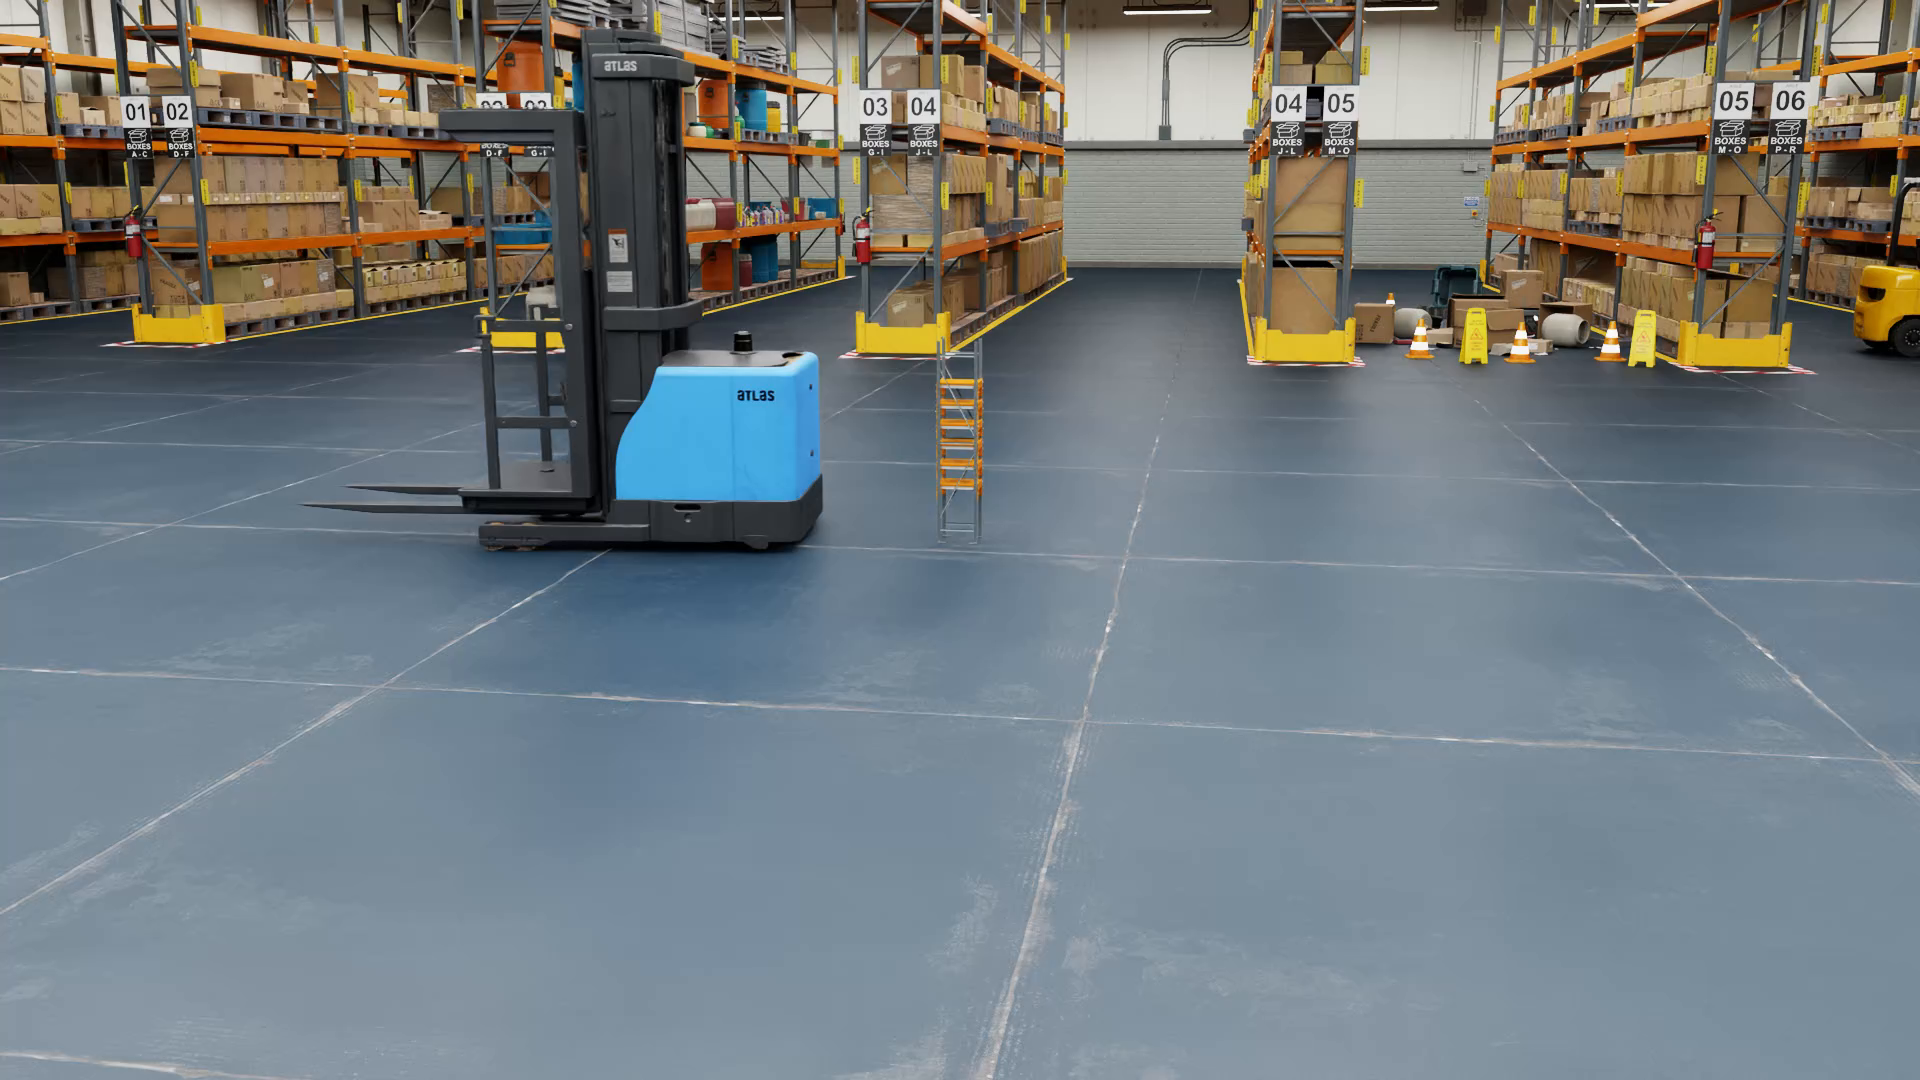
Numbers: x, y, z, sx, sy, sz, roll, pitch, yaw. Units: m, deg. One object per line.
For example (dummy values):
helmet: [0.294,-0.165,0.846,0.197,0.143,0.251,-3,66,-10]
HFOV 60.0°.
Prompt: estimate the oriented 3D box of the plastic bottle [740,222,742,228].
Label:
plastic bottle: [-3.946,-5.684,29.718,0.097,0.201,0.097,0,12,0]

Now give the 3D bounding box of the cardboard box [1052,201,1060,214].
cardboard box: [1.842,-7.019,35.095,0.500,0.250,0.500,2,12,8]

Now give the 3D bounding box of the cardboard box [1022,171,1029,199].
cardboard box: [0.830,-6.463,30.246,0.797,0.503,0.637,2,12,10]

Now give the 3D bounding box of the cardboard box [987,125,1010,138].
cardboard box: [0.529,-6.575,26.619,0.500,0.250,0.500,2,12,10]

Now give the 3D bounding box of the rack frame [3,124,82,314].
rack frame: [-14.796,-5.146,26.751,1.000,3.000,0.127,2,12,9]

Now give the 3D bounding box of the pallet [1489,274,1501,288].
pallet: [11.479,-5.309,34.128,1.003,0.211,1.213,2,12,9]

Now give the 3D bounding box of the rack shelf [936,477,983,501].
rack shelf: [-0.002,-0.305,9.913,0.258,0.103,0.180,2,12,9]

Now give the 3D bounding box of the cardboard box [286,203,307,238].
cardboard box: [-10.118,-4.728,24.575,0.700,0.500,0.500,2,12,9]

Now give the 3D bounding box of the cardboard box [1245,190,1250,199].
cardboard box: [5.129,-5.968,28.753,0.380,0.149,0.250,2,12,10]

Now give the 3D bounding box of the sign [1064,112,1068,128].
sign: [2.267,-9.002,35.612,0.100,0.325,0.005,2,12,9]

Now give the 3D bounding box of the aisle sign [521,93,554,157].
aisle sign: [-5.344,-5.239,21.011,0.394,0.787,0.004,2,12,9]

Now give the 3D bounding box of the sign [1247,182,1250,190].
sign: [5.466,-6.587,31.384,0.100,0.325,0.005,2,12,9]

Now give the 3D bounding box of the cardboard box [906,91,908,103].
cardboard box: [-0.457,-5.470,20.542,0.380,0.149,0.250,2,12,8]

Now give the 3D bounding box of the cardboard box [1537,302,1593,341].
cardboard box: [8.170,-2.944,22.460,0.500,0.500,0.500,-10,16,-40]

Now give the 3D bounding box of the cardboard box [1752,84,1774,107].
cardboard box: [9.405,-5.145,19.277,0.500,0.250,0.500,2,12,8]

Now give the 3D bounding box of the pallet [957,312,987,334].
pallet: [-0.181,-3.160,24.157,1.003,0.211,1.213,2,12,9]

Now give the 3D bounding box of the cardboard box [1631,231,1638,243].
cardboard box: [9.326,-4.111,22.546,0.380,0.149,0.250,2,12,10]

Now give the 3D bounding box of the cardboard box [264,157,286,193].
cardboard box: [-10.194,-5.263,23.979,0.700,0.500,0.500,2,12,9]

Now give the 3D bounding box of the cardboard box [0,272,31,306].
cardboard box: [-14.916,-3.922,25.960,0.500,0.500,0.500,1,12,4]

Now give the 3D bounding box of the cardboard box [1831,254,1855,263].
cardboard box: [15.474,-4.912,29.061,0.380,0.149,0.250,2,12,8]

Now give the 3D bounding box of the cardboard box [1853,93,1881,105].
cardboard box: [15.828,-7.672,29.026,0.396,0.266,0.258,2,12,9]

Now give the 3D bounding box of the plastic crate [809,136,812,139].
plastic crate: [-3.496,-8.654,36.221,0.497,0.269,0.590,2,12,9]

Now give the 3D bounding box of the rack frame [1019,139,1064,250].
rack frame: [1.733,-7.162,36.108,1.000,3.000,0.127,2,12,9]

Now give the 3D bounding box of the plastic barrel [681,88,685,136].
plastic barrel: [-4.833,-7.034,27.372,0.600,0.830,0.708,2,12,9]

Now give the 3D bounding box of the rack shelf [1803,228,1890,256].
rack shelf: [15.507,-5.081,28.156,1.077,0.370,4.000,2,12,9]

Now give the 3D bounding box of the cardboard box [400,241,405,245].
cardboard box: [-12.799,-6.763,37.650,0.380,0.149,0.250,2,12,8]

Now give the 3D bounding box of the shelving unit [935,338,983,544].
shelving unit: [-0.002,-0.584,9.853,0.258,1.200,0.189,2,12,9]

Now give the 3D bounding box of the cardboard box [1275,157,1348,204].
cardboard box: [4.253,-4.327,20.033,0.875,0.550,0.550,2,12,9]

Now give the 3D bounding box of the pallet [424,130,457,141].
pallet: [-9.301,-7.049,28.909,1.213,0.211,1.003,2,12,11]

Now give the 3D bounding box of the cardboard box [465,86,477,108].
cardboard box: [-9.134,-8.020,30.355,0.500,0.500,0.500,2,12,9]

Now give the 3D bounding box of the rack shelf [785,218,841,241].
rack shelf: [-3.469,-6.555,34.997,1.077,0.370,4.000,2,12,9]

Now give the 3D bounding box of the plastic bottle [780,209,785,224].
plastic bottle: [-3.518,-6.337,32.573,0.152,0.276,0.135,2,12,9]

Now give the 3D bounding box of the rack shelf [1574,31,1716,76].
rack shelf: [9.987,-7.145,24.445,1.077,0.370,4.000,2,12,9]

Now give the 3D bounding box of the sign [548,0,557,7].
sign: [-5.079,-6.804,20.701,0.100,0.325,0.005,2,12,9]

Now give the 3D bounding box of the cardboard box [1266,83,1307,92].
cardboard box: [4.113,-5.762,20.906,0.500,0.250,0.500,2,12,8]

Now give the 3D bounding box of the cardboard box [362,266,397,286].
cardboard box: [-9.509,-4.303,27.041,0.500,0.311,0.500,2,12,8]

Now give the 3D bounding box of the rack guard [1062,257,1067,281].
rack guard: [1.737,-5.945,36.395,1.175,0.500,0.348,2,12,9]

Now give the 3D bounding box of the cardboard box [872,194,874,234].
cardboard box: [-0.658,-4.248,21.640,0.875,0.500,0.500,2,12,9]

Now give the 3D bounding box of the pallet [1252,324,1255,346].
pallet: [4.393,-2.709,22.063,1.003,0.211,1.213,2,12,9]

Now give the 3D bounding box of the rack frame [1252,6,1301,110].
rack frame: [6.618,-9.913,34.633,1.000,3.000,0.127,2,12,9]

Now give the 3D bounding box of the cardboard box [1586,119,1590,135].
cardboard box: [10.039,-6.463,26.064,0.396,0.266,0.258,2,12,9]

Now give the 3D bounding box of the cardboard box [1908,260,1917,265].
cardboard box: [15.655,-4.469,27.008,0.380,0.149,0.250,2,12,10]

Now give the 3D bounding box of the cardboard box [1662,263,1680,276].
cardboard box: [8.962,-3.362,20.682,0.380,0.149,0.250,2,12,10]

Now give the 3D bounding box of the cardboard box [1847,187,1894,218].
cardboard box: [15.268,-5.617,27.698,0.797,0.503,0.637,2,12,7]

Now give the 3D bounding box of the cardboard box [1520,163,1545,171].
cardboard box: [10.643,-6.938,30.916,0.380,0.149,0.250,2,12,7]

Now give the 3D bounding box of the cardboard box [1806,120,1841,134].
cardboard box: [15.642,-7.496,30.184,0.500,0.250,0.500,2,12,9]

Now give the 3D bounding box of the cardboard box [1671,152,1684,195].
cardboard box: [9.012,-4.412,20.030,0.700,0.500,0.500,2,12,9]

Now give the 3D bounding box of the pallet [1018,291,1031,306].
pallet: [0.698,-4.296,29.425,1.003,0.211,1.213,2,12,9]

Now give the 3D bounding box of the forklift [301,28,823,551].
forklift: [-2.404,-1.478,9.894,3.031,2.935,1.130,1,12,4]

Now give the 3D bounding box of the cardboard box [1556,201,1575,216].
cardboard box: [10.118,-5.456,27.360,0.500,0.250,0.500,2,12,8]

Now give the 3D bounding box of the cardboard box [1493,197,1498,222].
cardboard box: [11.117,-6.693,33.694,0.500,0.500,0.500,2,12,8]

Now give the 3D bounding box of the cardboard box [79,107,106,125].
cardboard box: [-14.538,-7.013,27.511,0.500,0.311,0.500,2,12,10]

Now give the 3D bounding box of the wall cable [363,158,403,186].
wall cable: [-13.688,-8.438,39.614,0.084,1.984,1.851,2,12,9]
